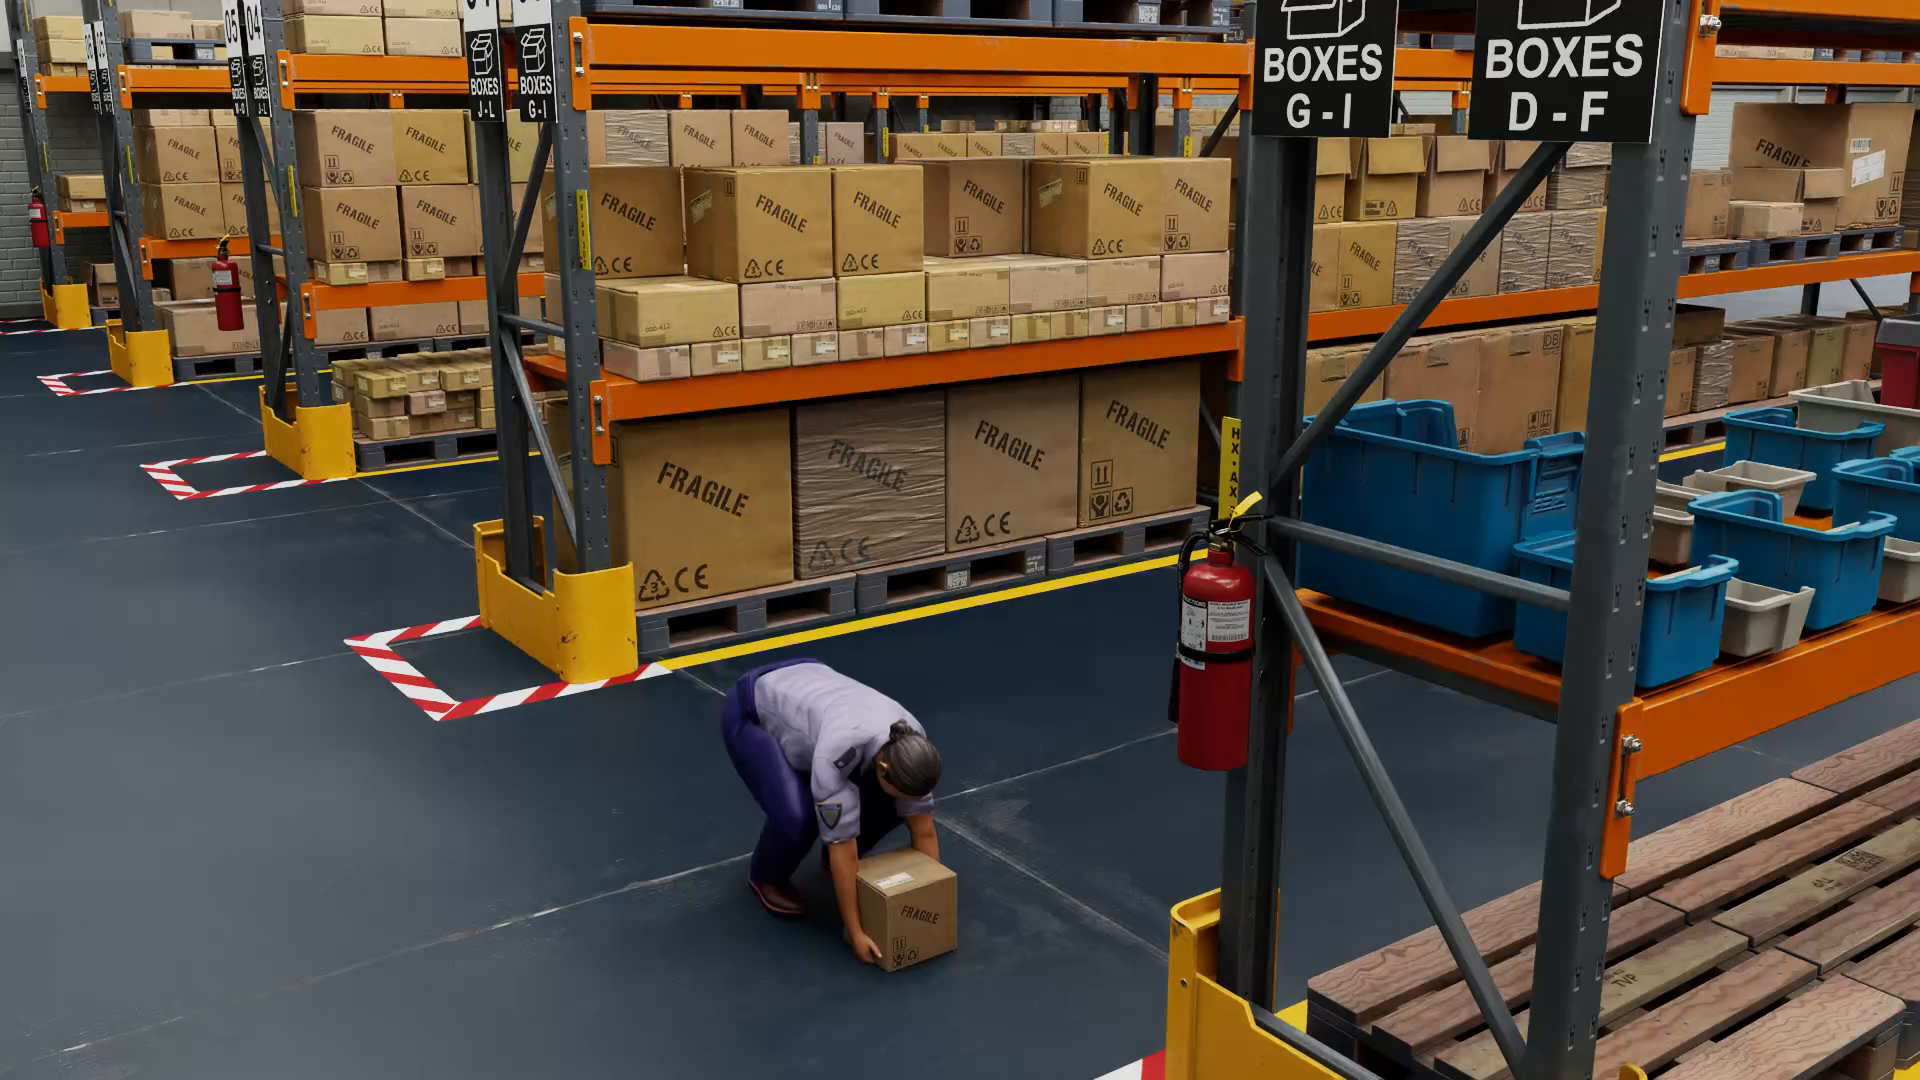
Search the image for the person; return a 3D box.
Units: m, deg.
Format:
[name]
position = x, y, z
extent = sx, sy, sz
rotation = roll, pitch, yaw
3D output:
[person]
position = -0.373, 0.812, 5.217
extent = 0.519, 0.773, 0.905
rotation = -11, 18, -36
